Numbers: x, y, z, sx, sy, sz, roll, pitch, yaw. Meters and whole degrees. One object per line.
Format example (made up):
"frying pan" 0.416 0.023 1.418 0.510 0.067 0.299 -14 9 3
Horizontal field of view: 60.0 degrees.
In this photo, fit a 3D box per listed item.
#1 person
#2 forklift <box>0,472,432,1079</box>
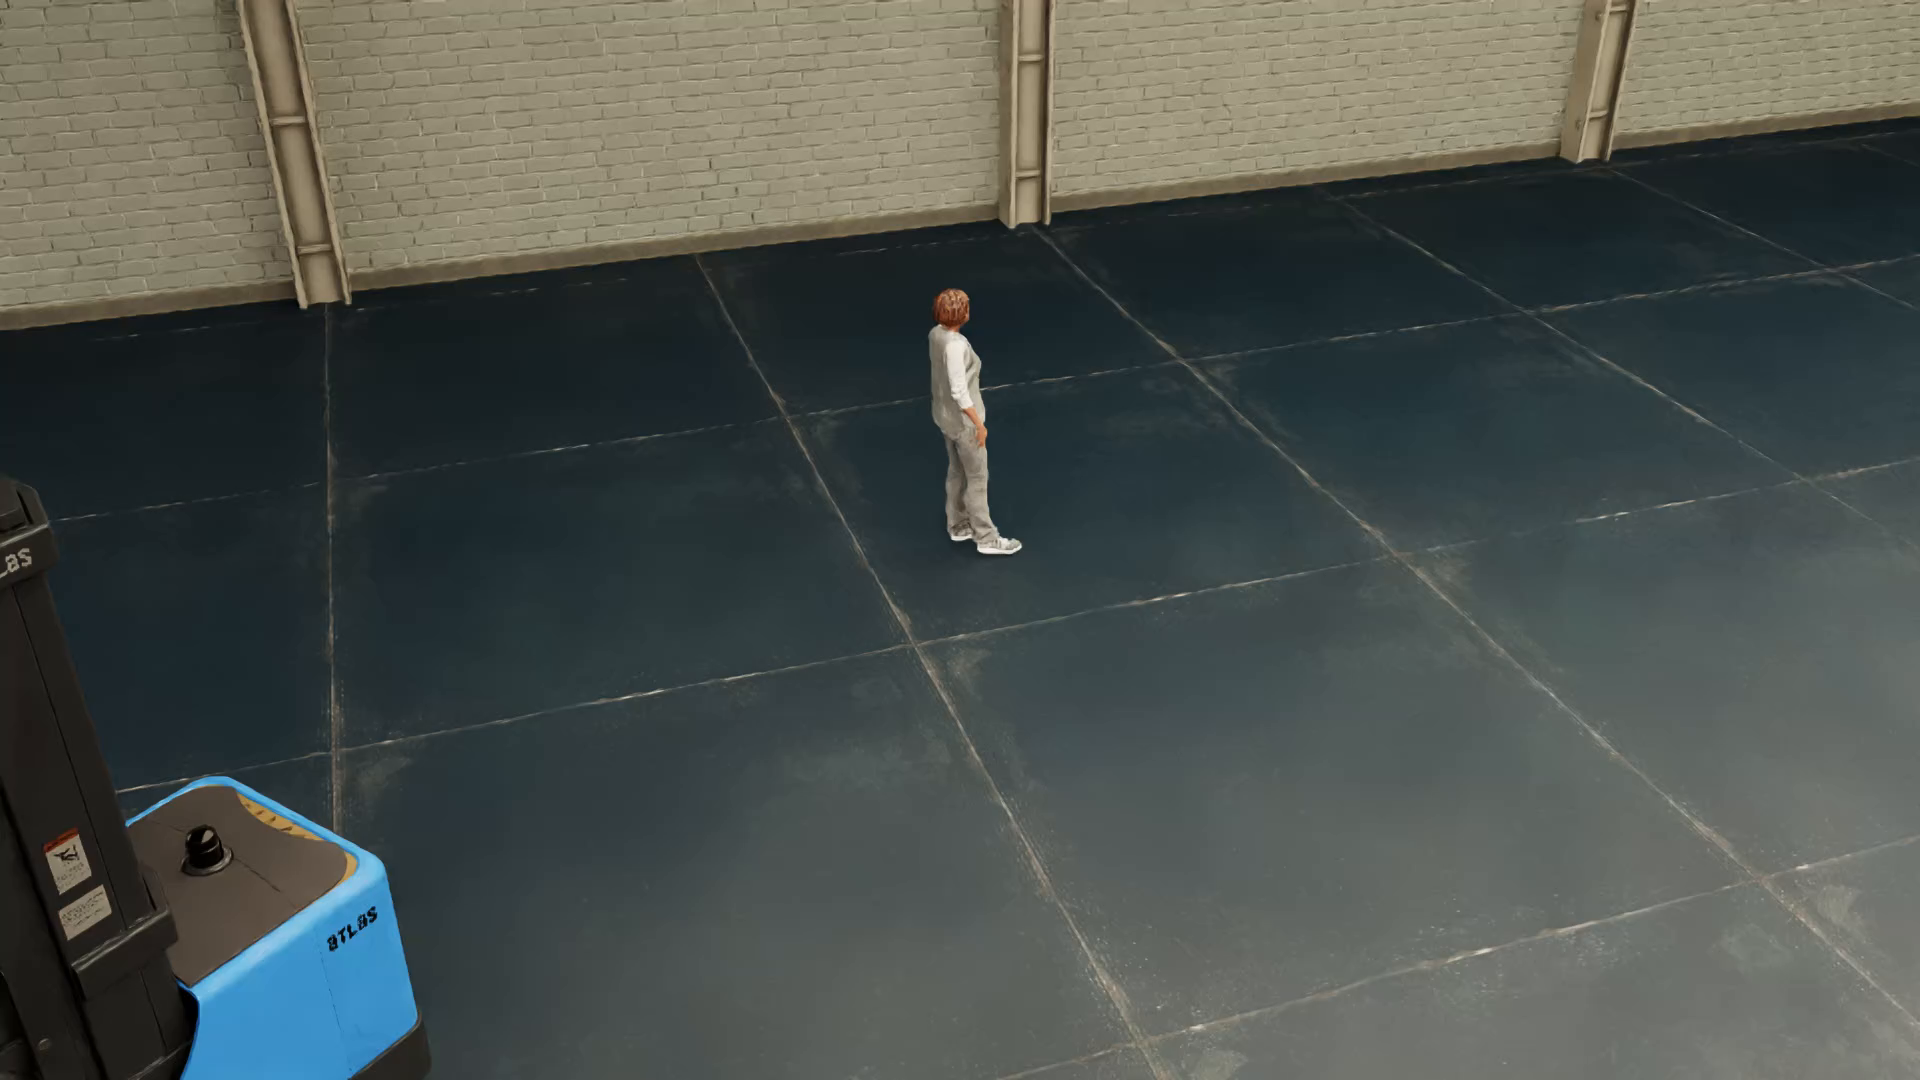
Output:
"person" 0.075 -0.702 9.634 0.474 1.594 0.521 -10 31 -16
"forklift" -3.255 1.282 4.858 1.130 2.935 3.031 18 34 28
